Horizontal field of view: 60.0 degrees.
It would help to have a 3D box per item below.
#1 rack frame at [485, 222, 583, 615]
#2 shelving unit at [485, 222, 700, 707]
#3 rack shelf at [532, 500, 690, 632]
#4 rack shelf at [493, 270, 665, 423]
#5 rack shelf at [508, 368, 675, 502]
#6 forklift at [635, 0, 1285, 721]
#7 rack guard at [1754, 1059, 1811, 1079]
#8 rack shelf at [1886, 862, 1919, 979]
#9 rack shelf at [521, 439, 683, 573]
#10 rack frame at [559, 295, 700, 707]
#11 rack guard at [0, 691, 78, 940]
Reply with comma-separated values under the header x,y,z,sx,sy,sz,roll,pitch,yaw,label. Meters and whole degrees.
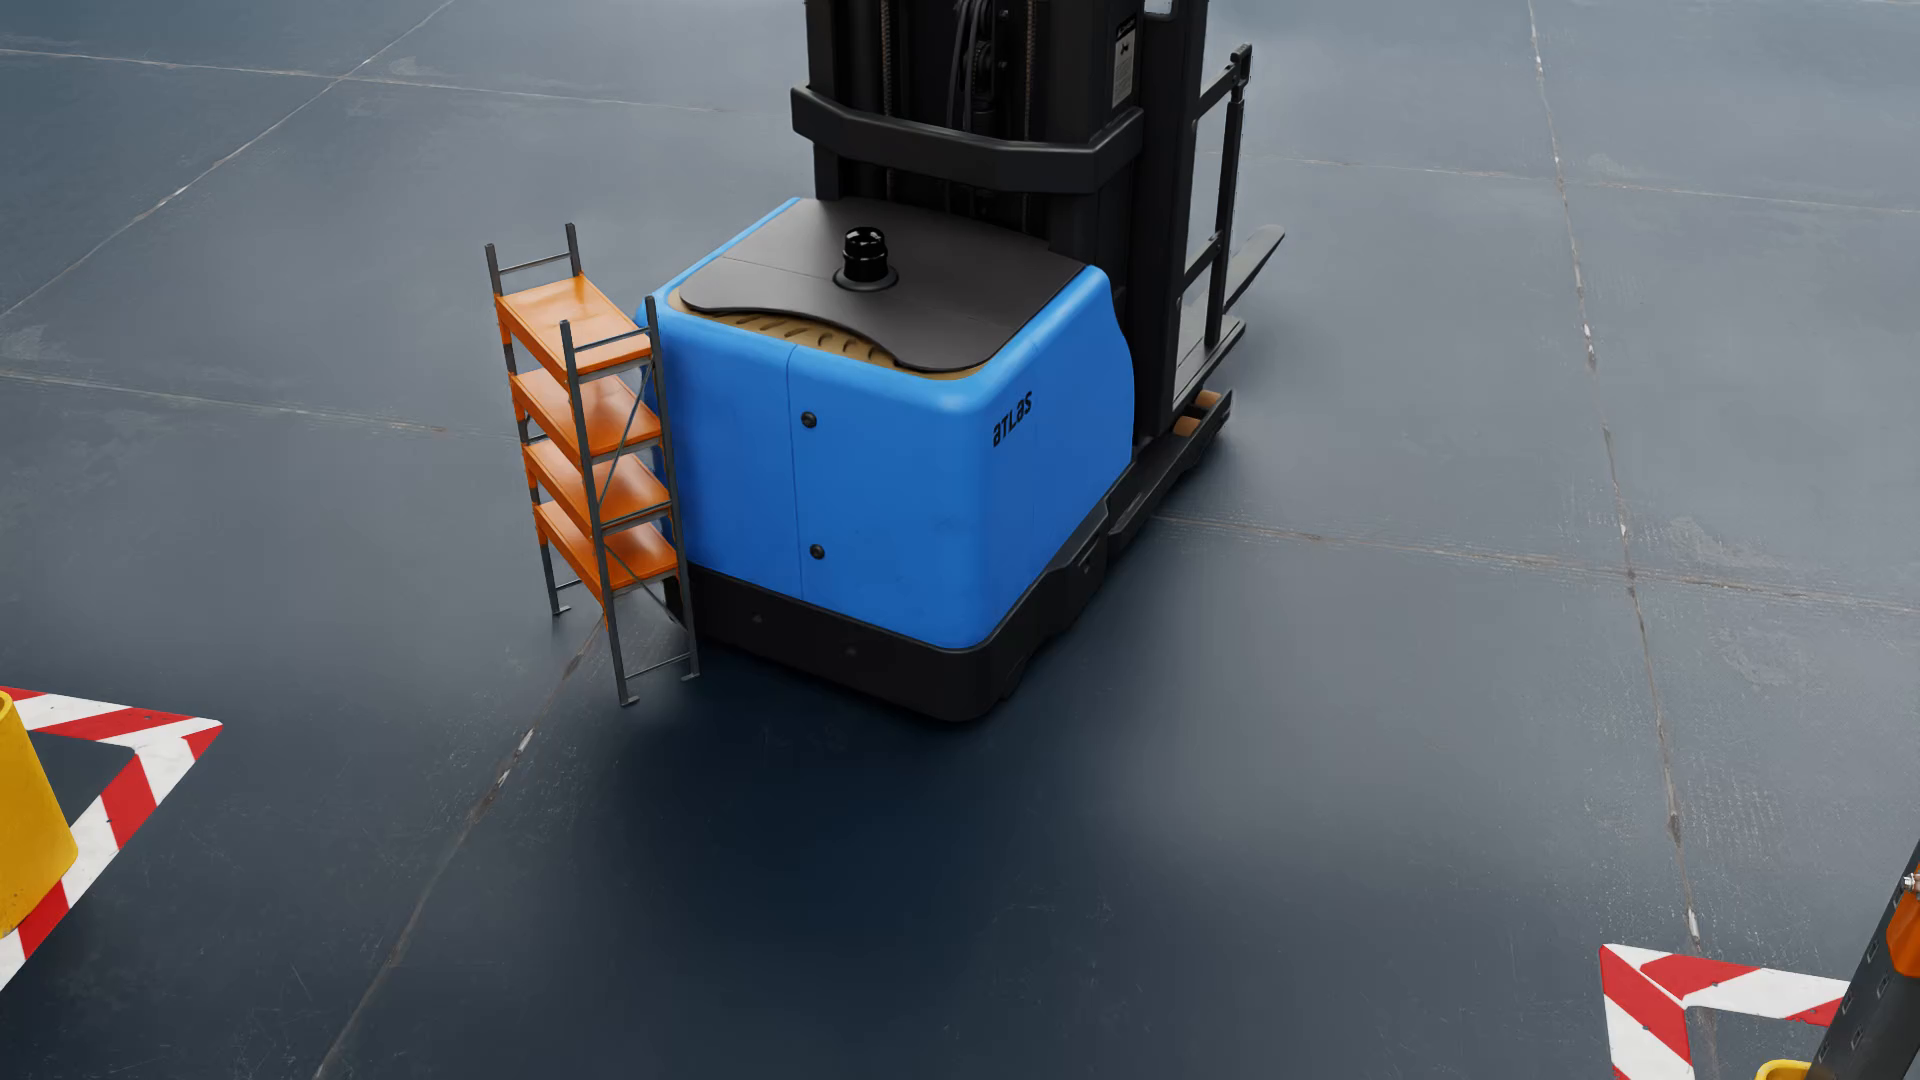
x,y,z,sx,sy,sz,roll,pitch,yaw,label
-1.111,-0.304,4.647,0.240,1.200,0.015,-21,41,-27,rack frame
-0.976,-0.185,4.483,0.258,1.200,0.503,-21,41,-27,shelving unit
-0.976,0.030,4.639,0.258,0.148,0.480,-21,41,-27,rack shelf
-0.976,-0.503,4.252,0.258,0.148,0.480,-21,41,-27,rack shelf
-0.976,-0.311,4.391,0.258,0.148,0.480,-21,41,-27,rack shelf
0.279,-1.549,4.889,1.130,2.935,3.031,17,39,22,forklift
2.001,1.327,2.993,1.175,0.500,0.348,7,37,10,rack guard
1.590,1.709,0.949,1.077,0.370,4.000,7,37,10,rack shelf
-0.976,-0.130,4.522,0.258,0.148,0.480,-21,41,-27,rack shelf
-0.841,-0.065,4.318,0.240,1.200,0.015,-21,41,-27,rack frame
-2.801,0.590,4.010,1.175,0.500,0.348,7,37,10,rack guard
